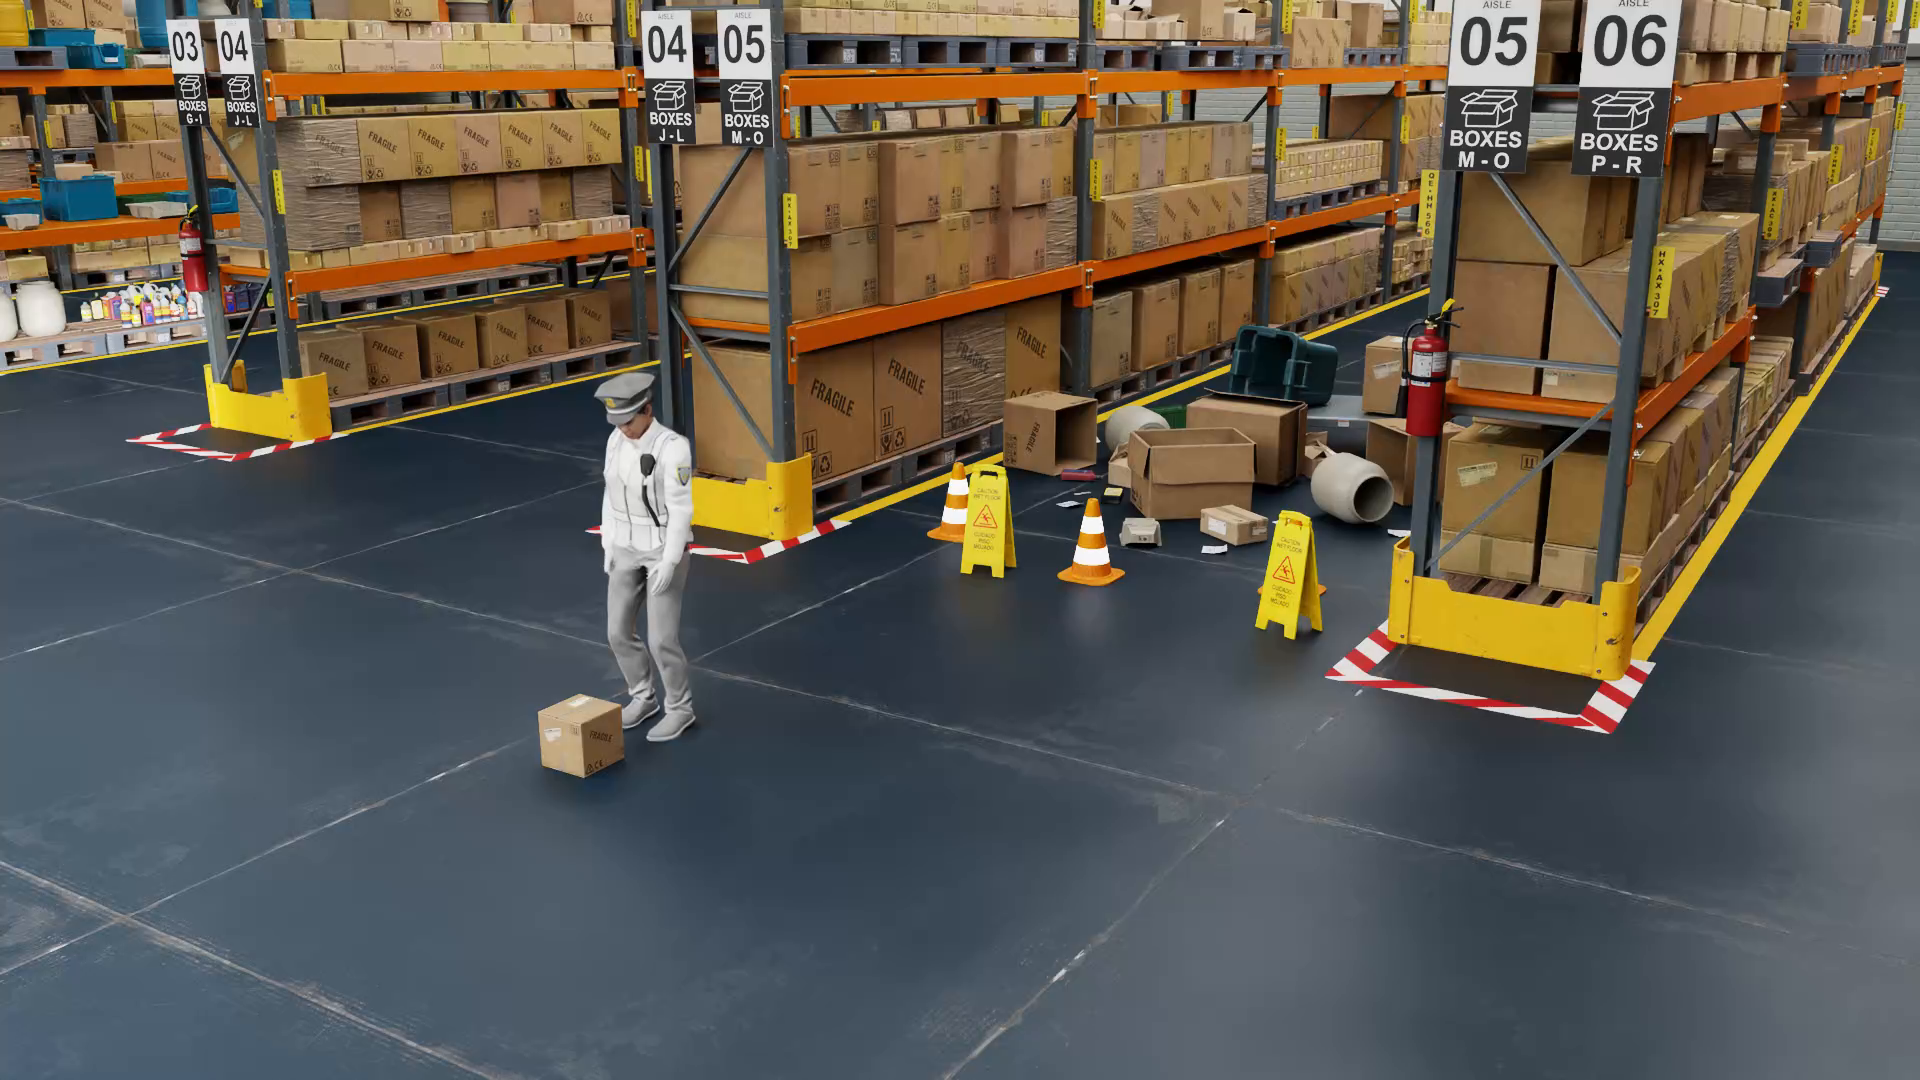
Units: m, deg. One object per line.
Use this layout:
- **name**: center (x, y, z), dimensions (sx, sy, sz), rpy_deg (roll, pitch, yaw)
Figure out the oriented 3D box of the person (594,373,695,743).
- **person**: center (-1.376, 0.074, 7.341), dimensions (0.492, 1.642, 0.412), rpy_deg (10, 19, 32)
